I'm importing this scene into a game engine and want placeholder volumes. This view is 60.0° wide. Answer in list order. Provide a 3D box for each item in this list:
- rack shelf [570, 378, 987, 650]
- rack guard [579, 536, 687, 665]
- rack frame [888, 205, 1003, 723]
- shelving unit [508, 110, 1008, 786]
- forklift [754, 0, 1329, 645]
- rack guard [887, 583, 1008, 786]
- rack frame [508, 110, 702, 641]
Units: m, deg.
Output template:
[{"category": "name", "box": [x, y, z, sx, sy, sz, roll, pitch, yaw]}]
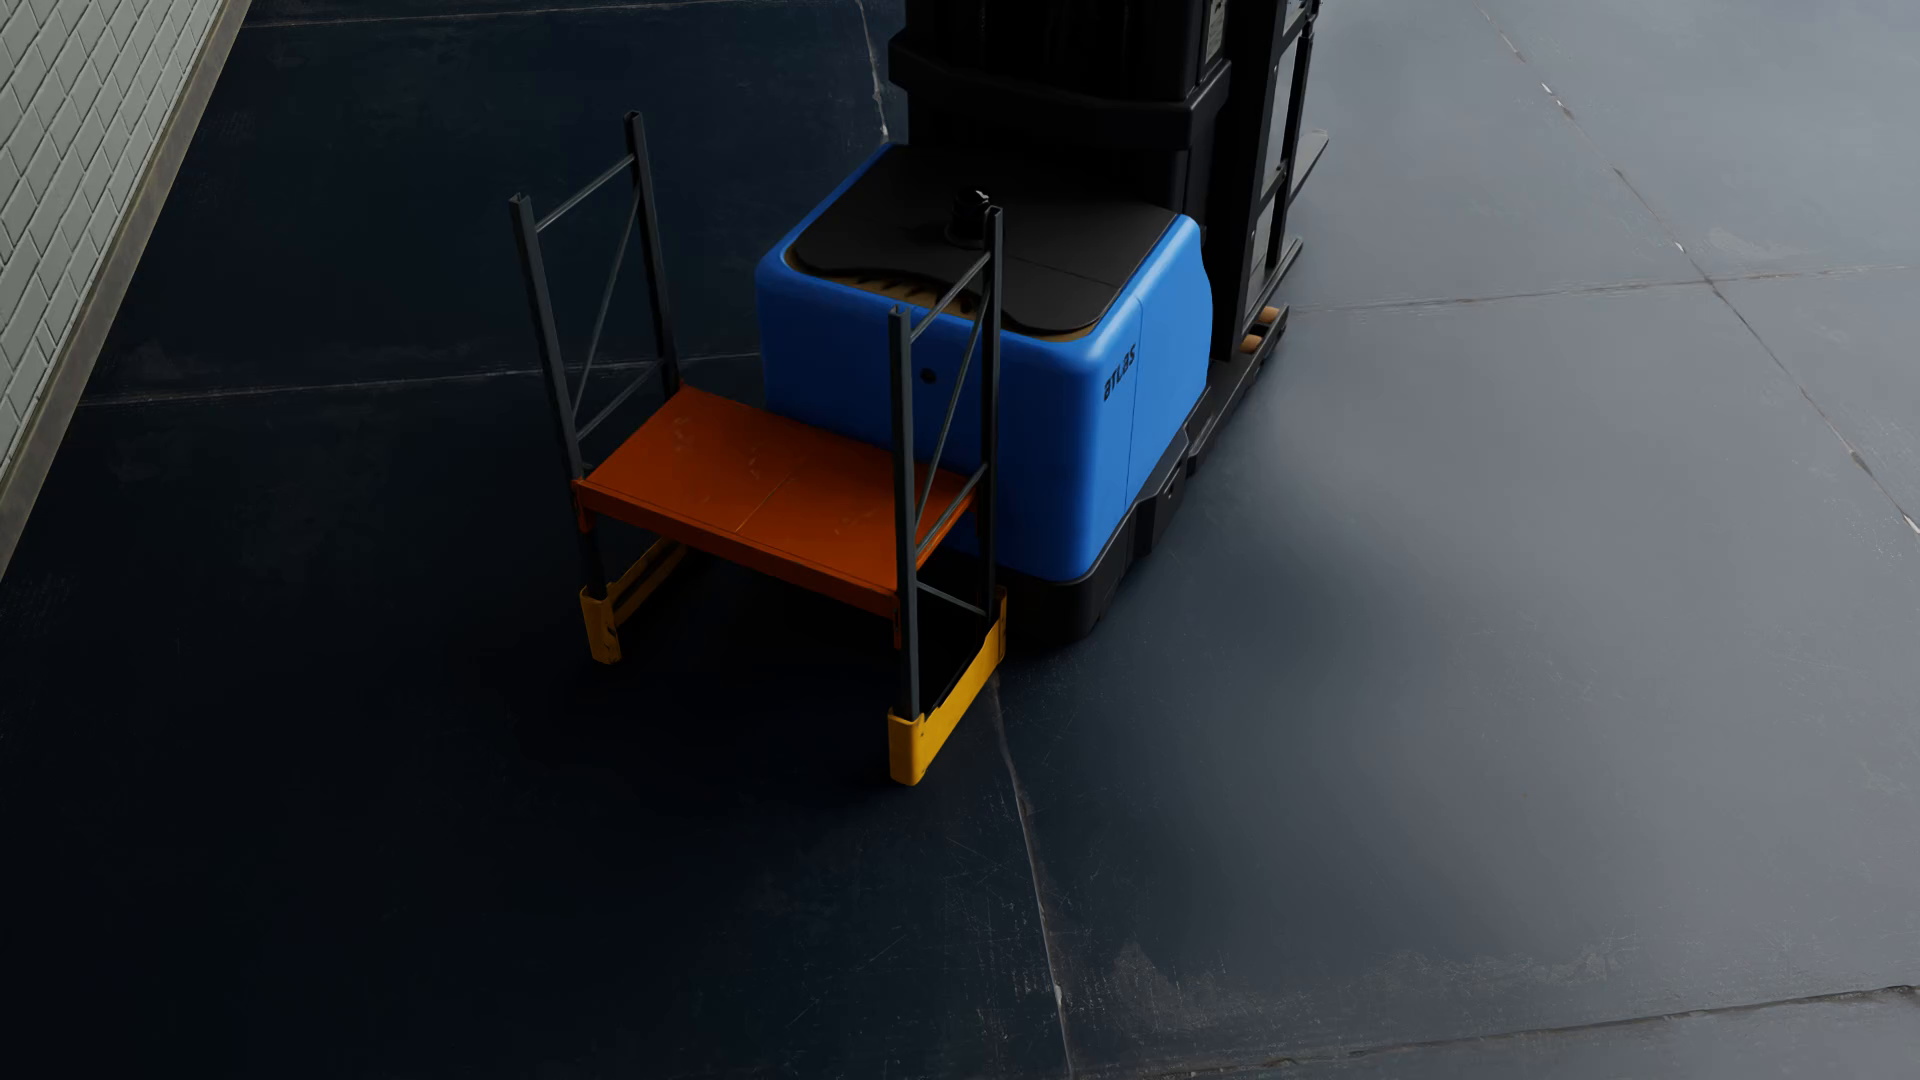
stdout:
[{"category": "rack shelf", "box": [-0.479, -0.093, 4.502, 1.000, 0.185, 0.538, 19, 45, 20]}, {"category": "rack guard", "box": [-0.915, 0.089, 4.965, 0.087, 0.250, 0.587, 19, 45, 20]}, {"category": "rack frame", "box": [-0.027, -0.071, 4.209, 0.032, 1.500, 0.500, 19, 45, 20]}, {"category": "shelving unit", "box": [-0.471, -0.224, 4.378, 1.083, 1.500, 0.587, 19, 45, 20]}, {"category": "forklift", "box": [0.528, -1.771, 5.025, 1.130, 2.935, 3.031, 18, 45, 19]}, {"category": "rack guard", "box": [-0.028, 0.393, 4.628, 0.087, 0.250, 0.587, 19, 45, 20]}, {"category": "rack frame", "box": [-0.932, -0.381, 4.553, 0.032, 1.500, 0.500, 19, 45, 20]}]
